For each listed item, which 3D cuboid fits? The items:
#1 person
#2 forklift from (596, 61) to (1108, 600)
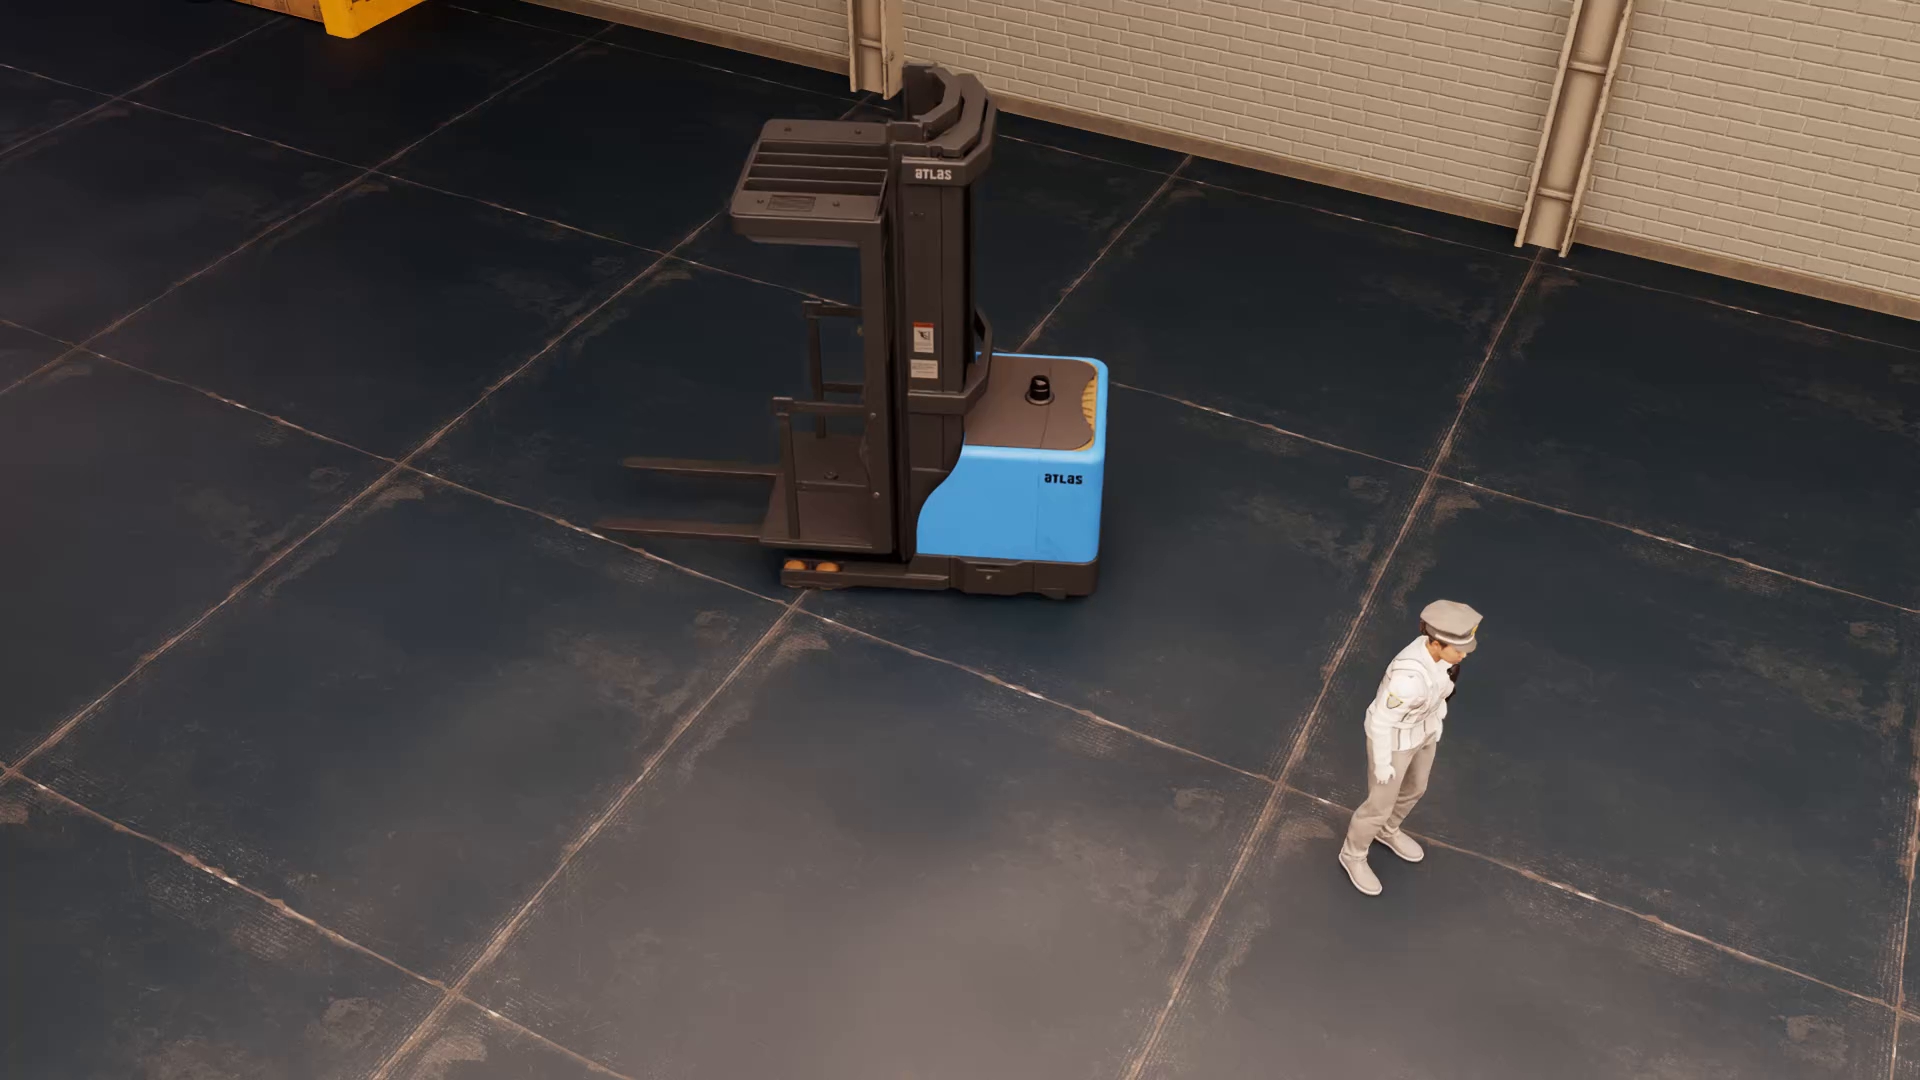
[{"bbox_3d":[2.112,0.941,7.855,0.540,1.662,0.374,-30,49,-31],"label":"person"},{"bbox_3d":[-0.656,-1.160,9.364,3.031,2.935,1.130,3,40,4],"label":"forklift"}]
